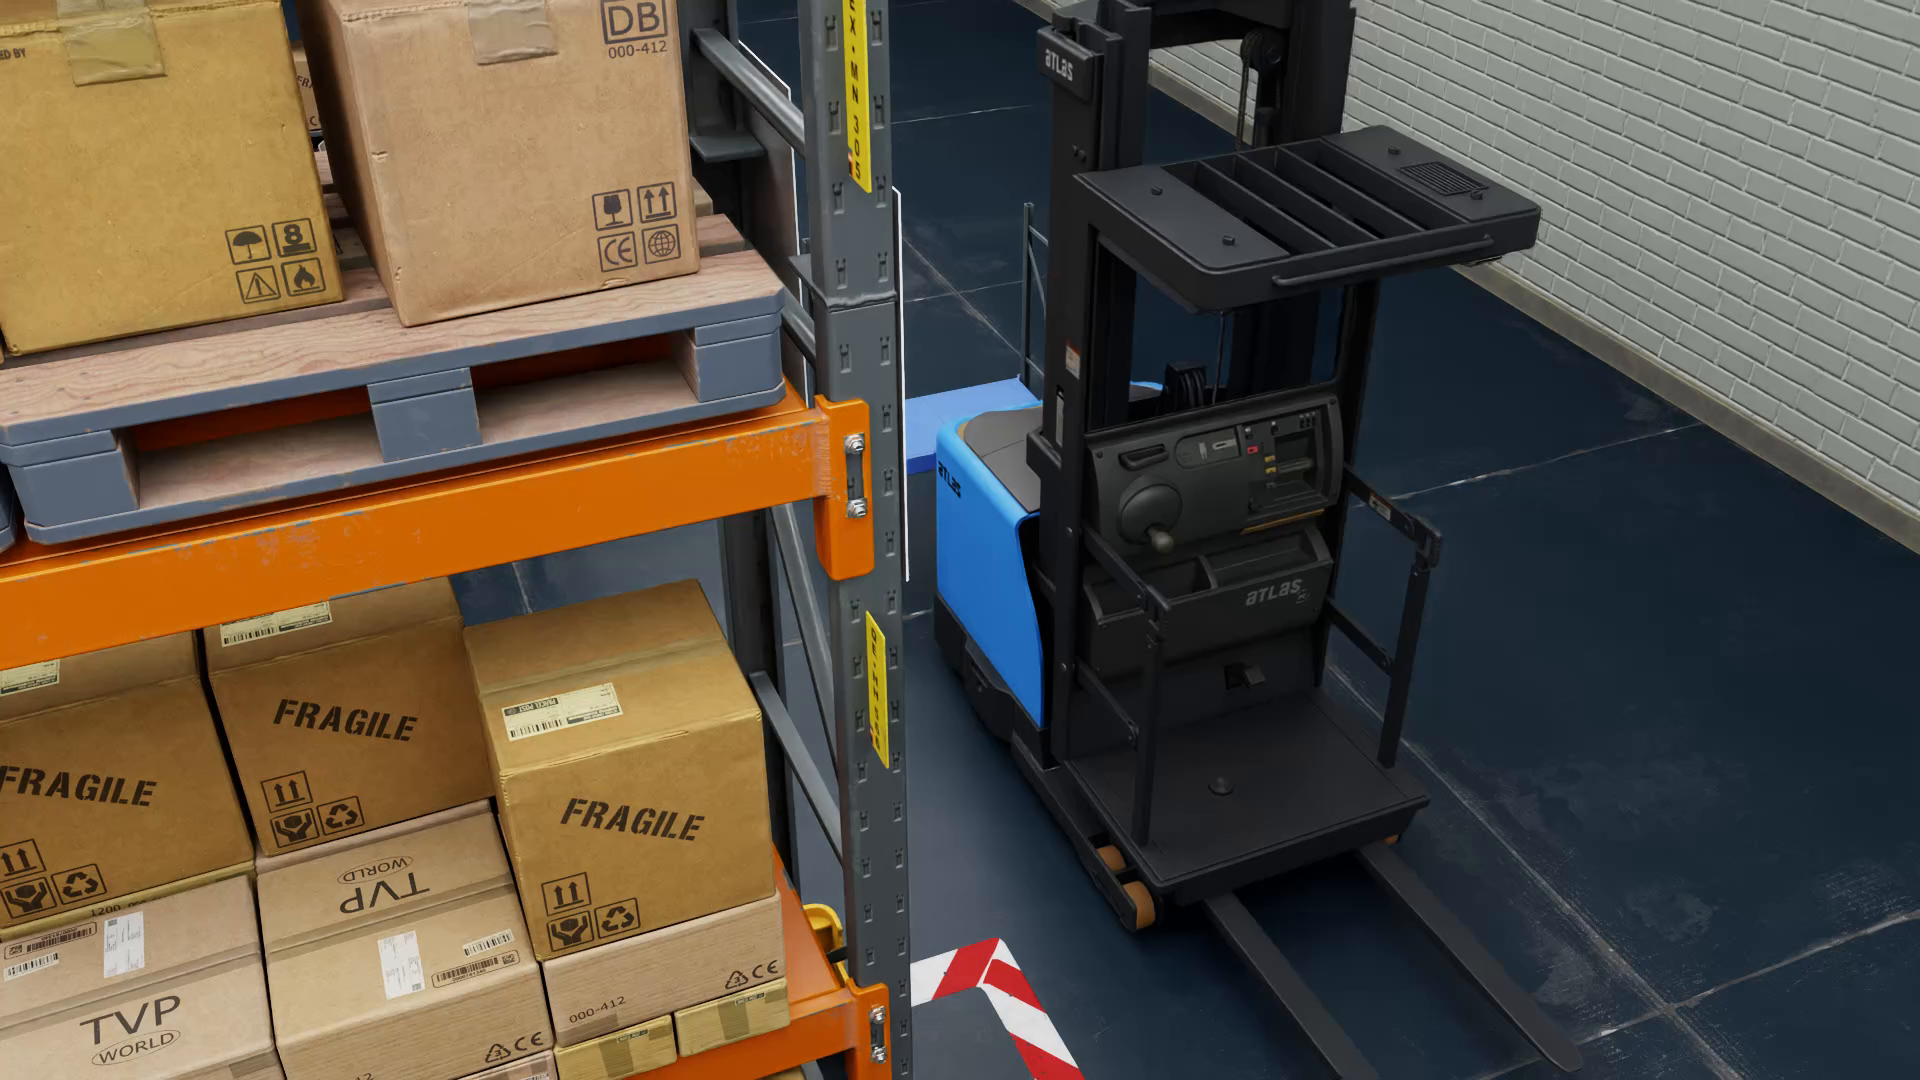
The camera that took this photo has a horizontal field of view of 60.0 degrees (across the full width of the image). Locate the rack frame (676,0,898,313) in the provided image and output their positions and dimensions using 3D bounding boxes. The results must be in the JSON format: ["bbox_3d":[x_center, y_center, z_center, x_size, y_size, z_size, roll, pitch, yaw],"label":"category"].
[{"bbox_3d":[-0.360,-1.910,2.434,0.127,3.000,1.000,-13,35,-19],"label":"rack frame"}]

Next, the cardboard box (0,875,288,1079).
[{"bbox_3d":[-1.641,0.993,3.338,0.500,0.250,0.500,-14,36,-21],"label":"cardboard box"}]

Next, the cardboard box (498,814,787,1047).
[{"bbox_3d":[-0.704,0.778,3.668,0.500,0.250,0.500,-13,35,-20],"label":"cardboard box"}]

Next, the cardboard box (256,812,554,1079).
[{"bbox_3d":[-1.172,0.885,3.504,0.500,0.250,0.500,-14,35,-20],"label":"cardboard box"}]

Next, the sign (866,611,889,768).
[{"bbox_3d":[-0.163,0.296,3.266,0.005,0.325,0.100,-13,35,-19],"label":"sign"}]

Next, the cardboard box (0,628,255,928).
[{"bbox_3d":[-1.844,0.412,3.544,0.500,0.500,0.500,-14,36,-20],"label":"cardboard box"}]

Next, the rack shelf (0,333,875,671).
[{"bbox_3d":[-2.204,0.071,2.800,4.000,0.370,1.077,-13,35,-19],"label":"rack shelf"}]

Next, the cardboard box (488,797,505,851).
[{"bbox_3d":[-1.051,0.674,4.194,0.250,0.149,0.380,-13,35,-20],"label":"cardboard box"}]

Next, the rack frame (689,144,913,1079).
[{"bbox_3d":[-0.360,0.605,4.070,0.127,3.000,1.000,-13,35,-19],"label":"rack frame"}]

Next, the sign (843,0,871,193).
[{"bbox_3d":[-0.163,-0.715,2.609,0.005,0.325,0.100,-13,35,-19],"label":"sign"}]

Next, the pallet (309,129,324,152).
[{"bbox_3d":[-4.997,-3.024,12.204,1.213,0.211,1.003,-13,35,-19],"label":"pallet"}]

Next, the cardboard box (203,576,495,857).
[{"bbox_3d":[-1.368,0.300,3.716,0.500,0.500,0.500,-14,35,-20],"label":"cardboard box"}]

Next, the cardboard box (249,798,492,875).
[{"bbox_3d":[-1.384,0.621,3.909,0.500,0.250,0.500,-13,35,-20],"label":"cardboard box"}]

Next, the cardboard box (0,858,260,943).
[{"bbox_3d":[-1.849,0.726,3.749,0.500,0.250,0.500,-14,36,-21],"label":"cardboard box"}]

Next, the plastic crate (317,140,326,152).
[{"bbox_3d":[-2.961,-1.888,8.088,0.298,0.136,0.250,-13,35,-19],"label":"plastic crate"}]

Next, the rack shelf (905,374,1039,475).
[{"bbox_3d":[-0.079,-0.460,7.411,1.000,0.185,0.538,-13,35,-19],"label":"rack shelf"}]

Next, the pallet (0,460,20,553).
[{"bbox_3d":[-2.167,-0.194,2.629,1.213,0.211,1.003,-13,35,-19],"label":"pallet"}]

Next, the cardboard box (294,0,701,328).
[{"bbox_3d":[-0.819,-0.776,2.873,0.500,0.500,0.700,-15,36,-22],"label":"cardboard box"}]

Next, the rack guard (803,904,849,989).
[{"bbox_3d":[-0.338,1.647,4.760,0.348,0.500,1.175,-13,35,-19],"label":"rack guard"}]

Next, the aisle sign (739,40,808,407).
[{"bbox_3d":[-0.410,-0.651,3.617,0.004,0.787,0.394,-13,35,-19],"label":"aisle sign"}]

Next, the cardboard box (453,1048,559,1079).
[{"bbox_3d":[-1.033,1.059,3.602,0.250,0.149,0.380,-13,35,-19],"label":"cardboard box"}]

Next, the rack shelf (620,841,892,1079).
[{"bbox_3d":[-2.204,1.328,3.618,4.000,0.370,1.077,-13,35,-19],"label":"rack shelf"}]

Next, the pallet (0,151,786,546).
[{"bbox_3d":[-1.040,-0.454,3.028,1.213,0.211,1.003,-13,35,-19],"label":"pallet"}]

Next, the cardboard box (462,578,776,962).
[{"bbox_3d":[-0.708,0.463,3.465,0.500,0.500,0.500,-12,35,-18],"label":"cardboard box"}]

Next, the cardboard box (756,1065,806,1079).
[{"bbox_3d":[-0.919,1.494,4.266,0.875,0.875,0.875,-13,35,-19],"label":"cardboard box"}]

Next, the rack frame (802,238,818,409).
[{"bbox_3d":[-0.547,-0.503,7.148,0.032,1.500,0.500,-13,35,-19],"label":"rack frame"}]

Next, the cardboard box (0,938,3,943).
[{"bbox_3d":[-2.328,0.838,3.576,0.500,0.250,0.500,-14,35,-20],"label":"cardboard box"}]

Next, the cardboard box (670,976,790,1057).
[{"bbox_3d":[-0.561,0.951,3.769,0.250,0.149,0.380,-12,35,-18],"label":"cardboard box"}]

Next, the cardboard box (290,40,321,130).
[{"bbox_3d":[-4.598,-3.276,11.923,0.500,0.500,0.500,-13,35,-19],"label":"cardboard box"}]

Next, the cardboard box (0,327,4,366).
[{"bbox_3d":[-1.843,-0.584,2.579,0.500,0.500,0.700,-15,36,-22],"label":"cardboard box"}]

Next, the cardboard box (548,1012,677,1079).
[{"bbox_3d":[-0.800,1.006,3.683,0.250,0.149,0.380,-13,35,-18],"label":"cardboard box"}]

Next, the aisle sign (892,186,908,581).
[{"bbox_3d":[-0.178,-0.349,3.153,0.004,0.787,0.394,-13,35,-19],"label":"aisle sign"}]

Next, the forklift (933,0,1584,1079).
[{"bbox_3d":[0.944,-0.161,5.310,1.130,2.935,3.031,-13,35,-20],"label":"forklift"}]

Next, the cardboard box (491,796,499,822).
[{"bbox_3d":[-0.907,0.508,4.083,0.500,0.250,0.500,-14,36,-20],"label":"cardboard box"}]

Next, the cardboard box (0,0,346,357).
[{"bbox_3d":[-1.385,-0.718,2.784,0.500,0.500,0.700,-14,36,-21],"label":"cardboard box"}]

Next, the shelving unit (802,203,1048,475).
[{"bbox_3d":[-0.079,-0.611,7.313,1.048,1.500,0.538,-13,35,-19],"label":"shelving unit"}]

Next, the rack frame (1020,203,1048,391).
[{"bbox_3d":[0.390,-0.718,7.478,0.032,1.500,0.500,-13,35,-19],"label":"rack frame"}]
